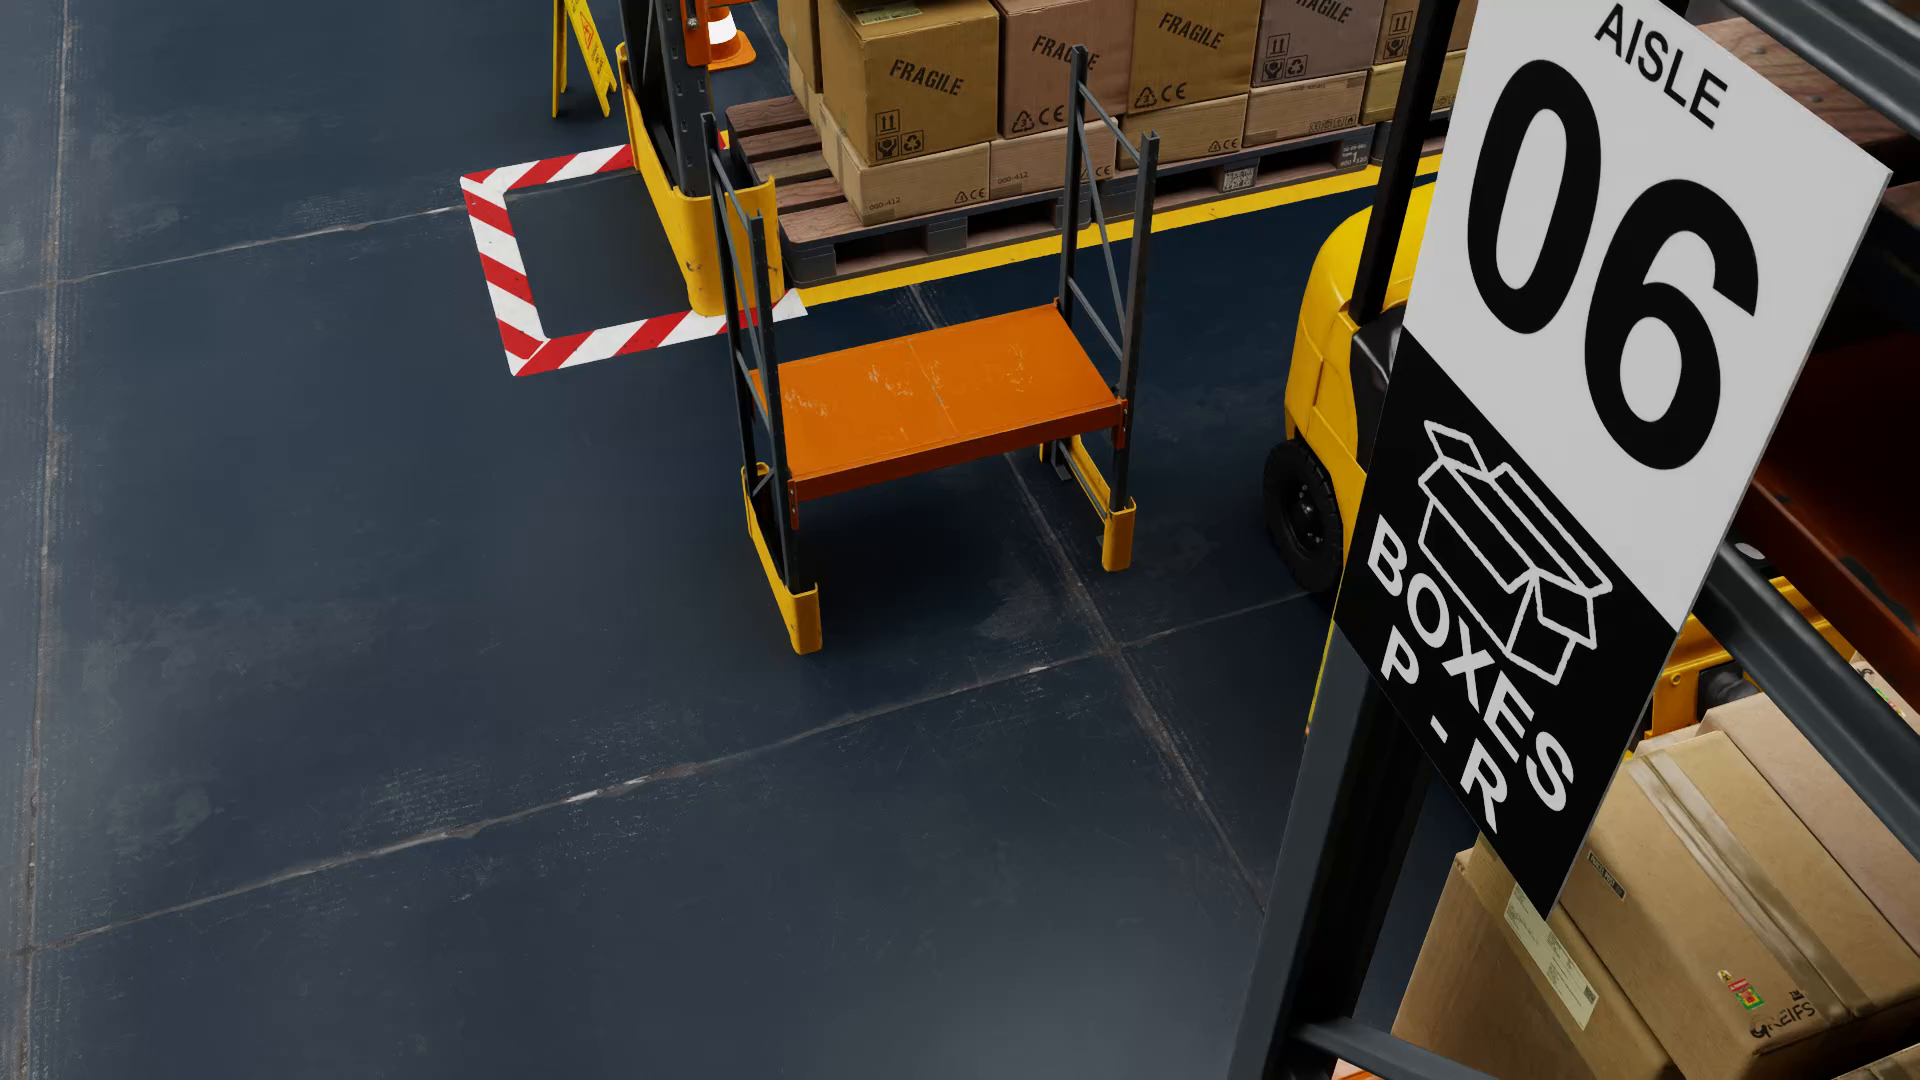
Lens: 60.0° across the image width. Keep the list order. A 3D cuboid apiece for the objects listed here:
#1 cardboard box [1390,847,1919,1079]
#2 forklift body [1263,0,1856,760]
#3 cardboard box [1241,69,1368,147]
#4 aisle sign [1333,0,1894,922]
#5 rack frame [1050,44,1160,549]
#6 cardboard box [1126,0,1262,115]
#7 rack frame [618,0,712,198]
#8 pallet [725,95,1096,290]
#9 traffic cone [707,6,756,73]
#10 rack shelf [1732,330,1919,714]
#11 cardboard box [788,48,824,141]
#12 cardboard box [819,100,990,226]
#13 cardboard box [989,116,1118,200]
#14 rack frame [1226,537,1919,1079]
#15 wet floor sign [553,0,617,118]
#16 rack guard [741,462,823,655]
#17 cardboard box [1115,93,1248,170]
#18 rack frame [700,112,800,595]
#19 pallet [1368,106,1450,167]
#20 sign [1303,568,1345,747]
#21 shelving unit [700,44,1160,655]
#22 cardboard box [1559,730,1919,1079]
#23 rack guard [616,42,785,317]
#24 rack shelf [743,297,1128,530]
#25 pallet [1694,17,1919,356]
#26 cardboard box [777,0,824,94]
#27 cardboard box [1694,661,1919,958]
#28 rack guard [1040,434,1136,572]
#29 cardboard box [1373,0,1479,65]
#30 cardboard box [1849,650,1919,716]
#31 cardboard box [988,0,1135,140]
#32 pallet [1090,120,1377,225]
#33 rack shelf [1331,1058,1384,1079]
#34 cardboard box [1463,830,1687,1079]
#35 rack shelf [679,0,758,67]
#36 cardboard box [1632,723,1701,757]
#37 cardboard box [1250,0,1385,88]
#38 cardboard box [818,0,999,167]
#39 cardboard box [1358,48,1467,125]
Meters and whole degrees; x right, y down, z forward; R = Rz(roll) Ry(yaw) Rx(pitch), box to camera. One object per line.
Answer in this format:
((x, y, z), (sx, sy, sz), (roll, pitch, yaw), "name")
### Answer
((1.000, 0.706, 2.358), (0.500, 0.500, 0.500), (-15, 47, -15), "cardboard box")
((1.791, -0.337, 4.068), (1.214, 2.155, 2.313), (-14, 47, -14), "forklift body")
((1.258, -1.836, 6.607), (0.500, 0.250, 0.500), (-14, 47, -13), "cardboard box")
((0.465, -0.063, 1.360), (0.004, 0.787, 0.394), (-14, 47, -14), "aisle sign")
((0.398, -0.631, 4.820), (0.032, 1.500, 0.500), (-14, 47, -14), "rack frame")
((0.777, -1.974, 6.215), (0.500, 0.500, 0.500), (-13, 47, -13), "cardboard box")
((-1.062, -2.271, 5.396), (0.127, 3.000, 1.000), (-14, 47, -14), "rack frame")
((-0.215, -1.477, 6.573), (1.213, 0.211, 1.003), (-14, 47, -14), "pallet")
((-1.096, -2.339, 7.254), (0.334, 0.463, 0.336), (-14, 47, -14), "traffic cone")
((2.508, -0.251, 1.773), (4.000, 0.370, 1.077), (-14, 47, -14), "rack shelf")
((-0.371, -1.828, 6.599), (0.500, 0.250, 0.500), (-15, 47, -14), "cardboard box")
((-0.210, -1.459, 6.231), (0.500, 0.250, 0.500), (-15, 47, -14), "cardboard box")
((0.273, -1.577, 6.348), (0.500, 0.250, 0.500), (-13, 46, -12), "cardboard box")
((0.627, 1.034, 2.101), (0.127, 3.000, 1.000), (-14, 47, -14), "rack frame")
((-1.604, -2.108, 6.895), (0.232, 0.644, 0.267), (0, 45, 0), "wet floor sign")
((-0.540, 0.050, 5.024), (0.087, 0.250, 0.587), (-14, 47, -14), "rack guard")
((0.782, -1.716, 6.488), (0.500, 0.250, 0.500), (-11, 46, -11), "cardboard box")
((-0.558, -0.387, 4.576), (0.032, 1.500, 0.500), (-14, 47, -14), "rack frame")
((2.080, -2.064, 7.158), (1.213, 0.211, 1.003), (-14, 47, -14), "pallet")
((0.455, 0.177, 1.971), (0.005, 0.325, 0.100), (-14, 47, -14), "sign")
((-0.072, -0.511, 4.701), (1.083, 1.500, 0.587), (-14, 47, -14), "shelving unit")
((0.892, 0.439, 1.956), (0.250, 0.149, 0.380), (-14, 47, -14), "cardboard box")
((-0.991, -1.407, 6.300), (0.348, 0.500, 1.175), (-14, 47, -14), "rack guard")
((-0.080, -0.382, 4.826), (1.000, 0.185, 0.538), (-14, 47, -14), "rack shelf")
((1.301, -0.146, 1.222), (1.213, 0.211, 1.003), (-14, 47, -14), "pallet")
((-0.397, -2.080, 6.321), (0.500, 0.500, 0.500), (-14, 47, -14), "cardboard box")
((1.113, 0.359, 2.036), (0.250, 0.149, 0.380), (-14, 47, -14), "cardboard box")
((0.397, -0.190, 5.263), (0.087, 0.250, 0.587), (-14, 47, -14), "rack guard")
((1.757, -2.231, 6.471), (0.500, 0.500, 0.500), (-14, 47, -13), "cardboard box")
((1.350, 0.278, 2.117), (0.250, 0.149, 0.380), (-13, 47, -13), "cardboard box")
((0.303, -1.858, 6.100), (0.500, 0.500, 0.500), (-16, 47, -15), "cardboard box")
((0.931, -1.768, 6.863), (1.213, 0.211, 1.003), (-14, 47, -14), "pallet")
((2.508, 0.807, 2.835), (4.000, 0.370, 1.077), (-14, 47, -14), "rack shelf")
((0.858, 0.500, 2.105), (0.250, 0.149, 0.380), (-14, 47, -13), "cardboard box")
((0.819, -2.499, 6.130), (4.000, 0.370, 1.077), (-14, 47, -14), "rack shelf")
((1.088, 0.419, 2.186), (0.250, 0.149, 0.380), (-14, 47, -13), "cardboard box")
((1.277, -2.108, 6.348), (0.500, 0.500, 0.500), (-12, 46, -12), "cardboard box")
((-0.187, -1.730, 5.971), (0.500, 0.500, 0.500), (-16, 47, -15), "cardboard box")
((1.738, -1.955, 6.726), (0.500, 0.250, 0.500), (-15, 47, -15), "cardboard box")
